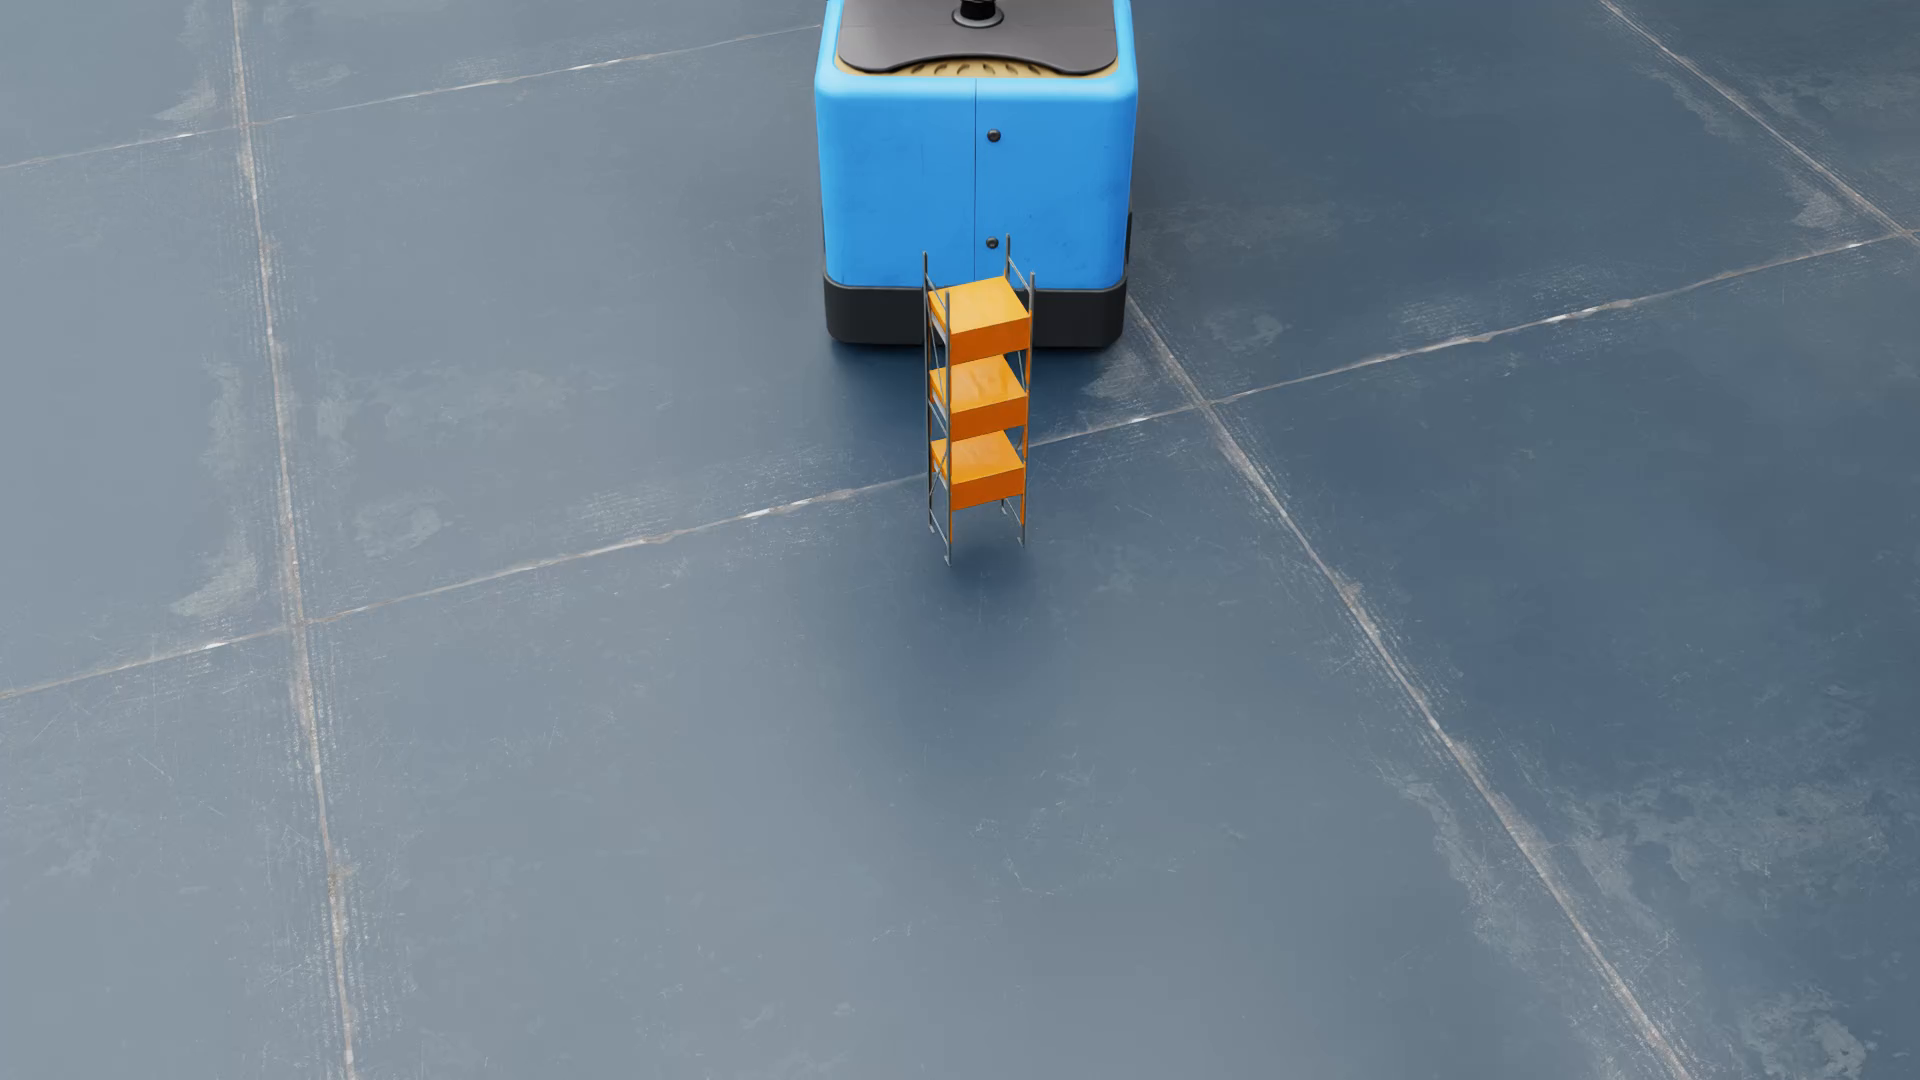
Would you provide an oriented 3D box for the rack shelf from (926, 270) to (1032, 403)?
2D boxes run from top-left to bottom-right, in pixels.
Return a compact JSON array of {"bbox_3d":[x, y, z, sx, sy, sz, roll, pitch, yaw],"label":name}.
[{"bbox_3d":[0.050,-0.576,4.697,0.240,0.259,0.215,-14,47,-14],"label":"rack shelf"}]

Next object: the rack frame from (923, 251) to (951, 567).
[{"bbox_3d":[-0.064,-0.354,4.862,0.008,1.050,0.200,-14,47,-14],"label":"rack frame"}]

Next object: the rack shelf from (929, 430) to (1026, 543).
[{"bbox_3d":[0.050,-0.180,5.095,0.240,0.259,0.215,-14,47,-14],"label":"rack shelf"}]

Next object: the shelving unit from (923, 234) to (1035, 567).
[{"bbox_3d":[0.050,-0.383,4.891,0.252,1.050,0.215,-14,47,-14],"label":"shelving unit"}]

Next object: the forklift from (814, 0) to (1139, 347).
[{"bbox_3d":[0.084,-2.737,5.909,1.130,2.935,3.031,1,45,1],"label":"forklift"}]

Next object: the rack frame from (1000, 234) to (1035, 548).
[{"bbox_3d":[0.165,-0.413,4.920,0.008,1.050,0.200,-14,47,-14],"label":"rack frame"}]

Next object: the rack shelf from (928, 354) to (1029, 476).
[{"bbox_3d":[0.050,-0.376,4.898,0.240,0.259,0.215,-14,47,-14],"label":"rack shelf"}]
